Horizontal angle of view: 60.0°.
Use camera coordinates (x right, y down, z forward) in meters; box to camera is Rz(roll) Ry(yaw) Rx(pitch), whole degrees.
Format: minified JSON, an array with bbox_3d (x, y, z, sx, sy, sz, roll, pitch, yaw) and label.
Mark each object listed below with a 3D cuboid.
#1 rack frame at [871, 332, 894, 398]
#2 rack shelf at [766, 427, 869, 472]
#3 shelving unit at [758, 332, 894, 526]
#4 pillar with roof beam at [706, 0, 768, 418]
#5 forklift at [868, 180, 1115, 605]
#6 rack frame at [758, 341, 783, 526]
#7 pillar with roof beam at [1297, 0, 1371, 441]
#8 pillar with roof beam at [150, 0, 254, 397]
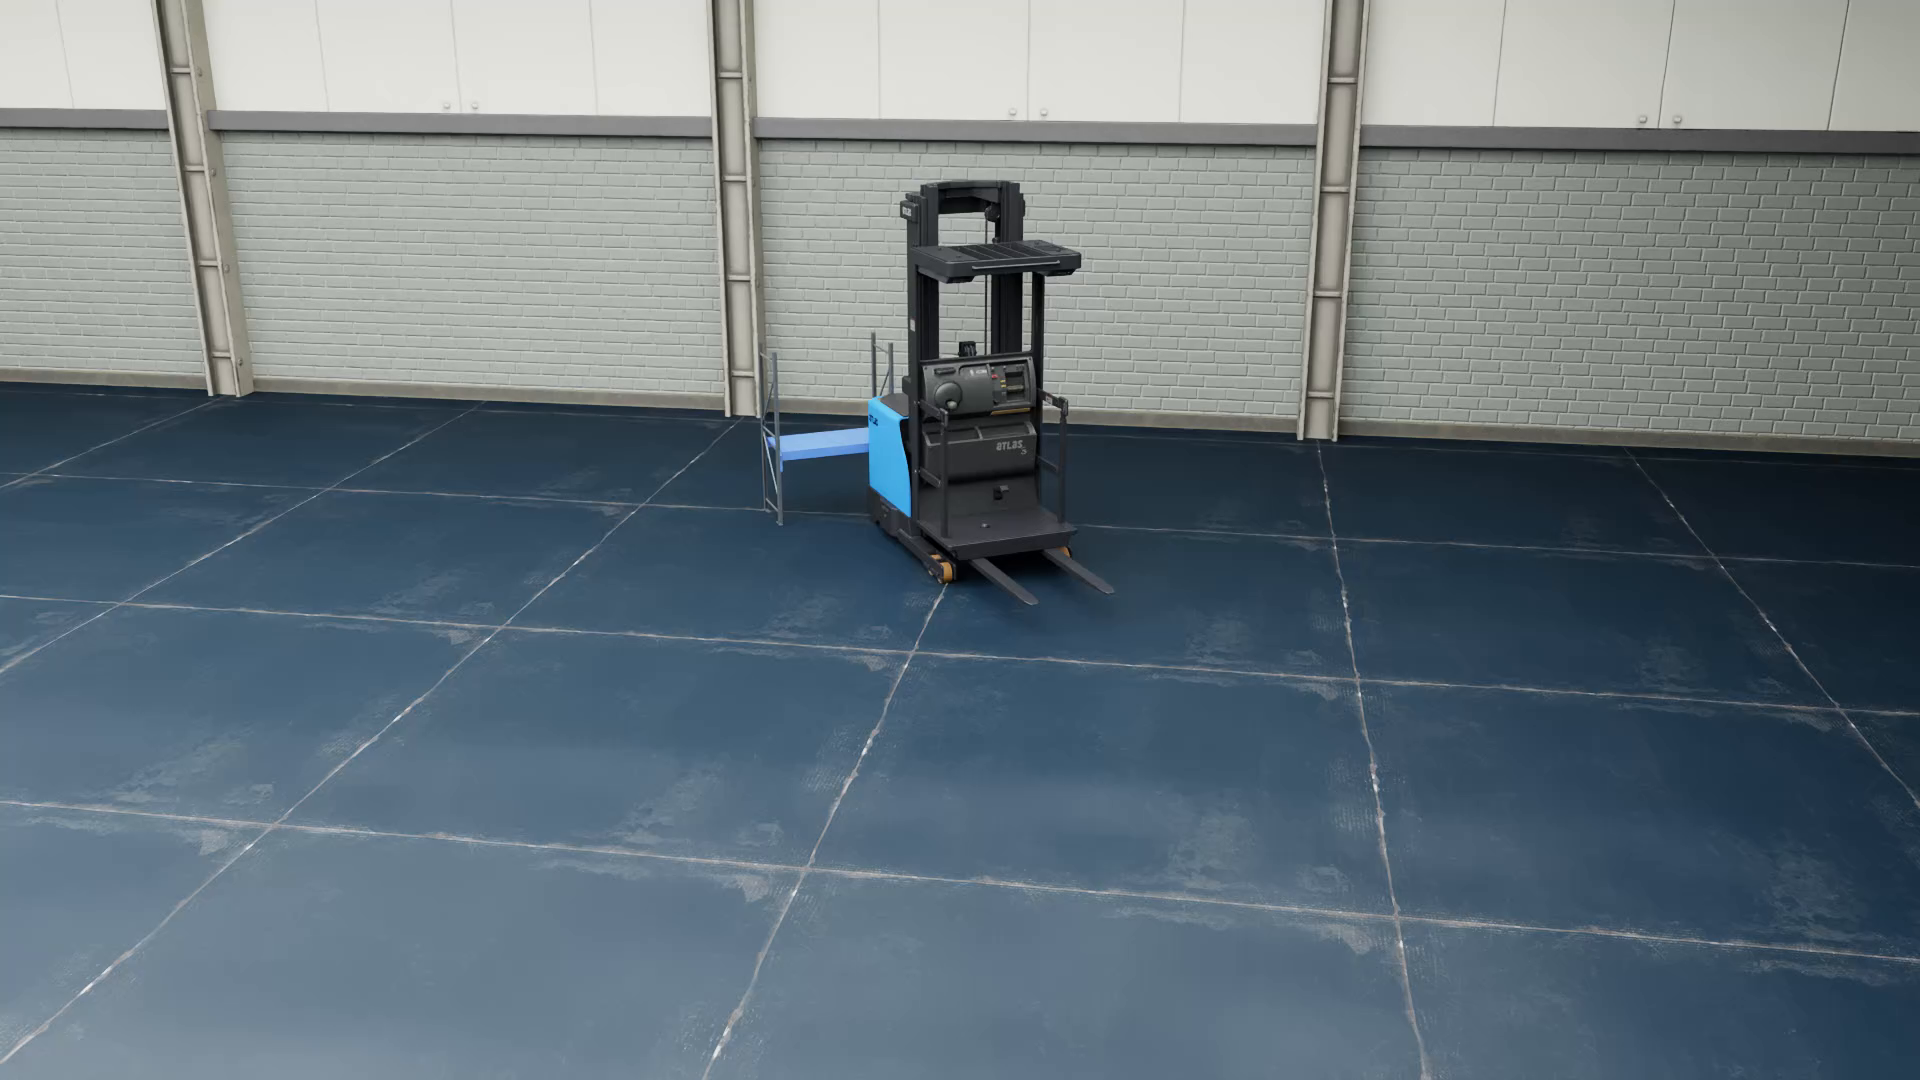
[{"bbox_3d":[-0.670,-1.026,14.506,0.032,1.500,0.500,-7,20,-21],"label":"rack frame"},{"bbox_3d":[-1.142,-0.796,14.384,1.000,0.185,0.538,-7,20,-21],"label":"rack shelf"},{"bbox_3d":[-1.142,-0.966,14.327,1.048,1.500,0.538,-7,20,-21],"label":"shelving unit"},{"bbox_3d":[-2.969,-4.274,12.394,0.400,9.000,9.100,3,19,9],"label":"pillar with roof beam"},{"bbox_3d":[0.237,-1.206,12.789,1.130,2.935,3.031,-7,20,-21],"label":"forklift"},{"bbox_3d":[-1.615,-0.907,14.149,0.032,1.500,0.500,-7,20,-21],"label":"rack frame"},{"bbox_3d":[2.955,-3.972,11.492,0.400,9.000,9.100,3,19,9],"label":"pillar with roof beam"},{"bbox_3d":[-8.893,-4.576,13.297,0.400,9.000,9.100,3,19,9],"label":"pillar with roof beam"}]
